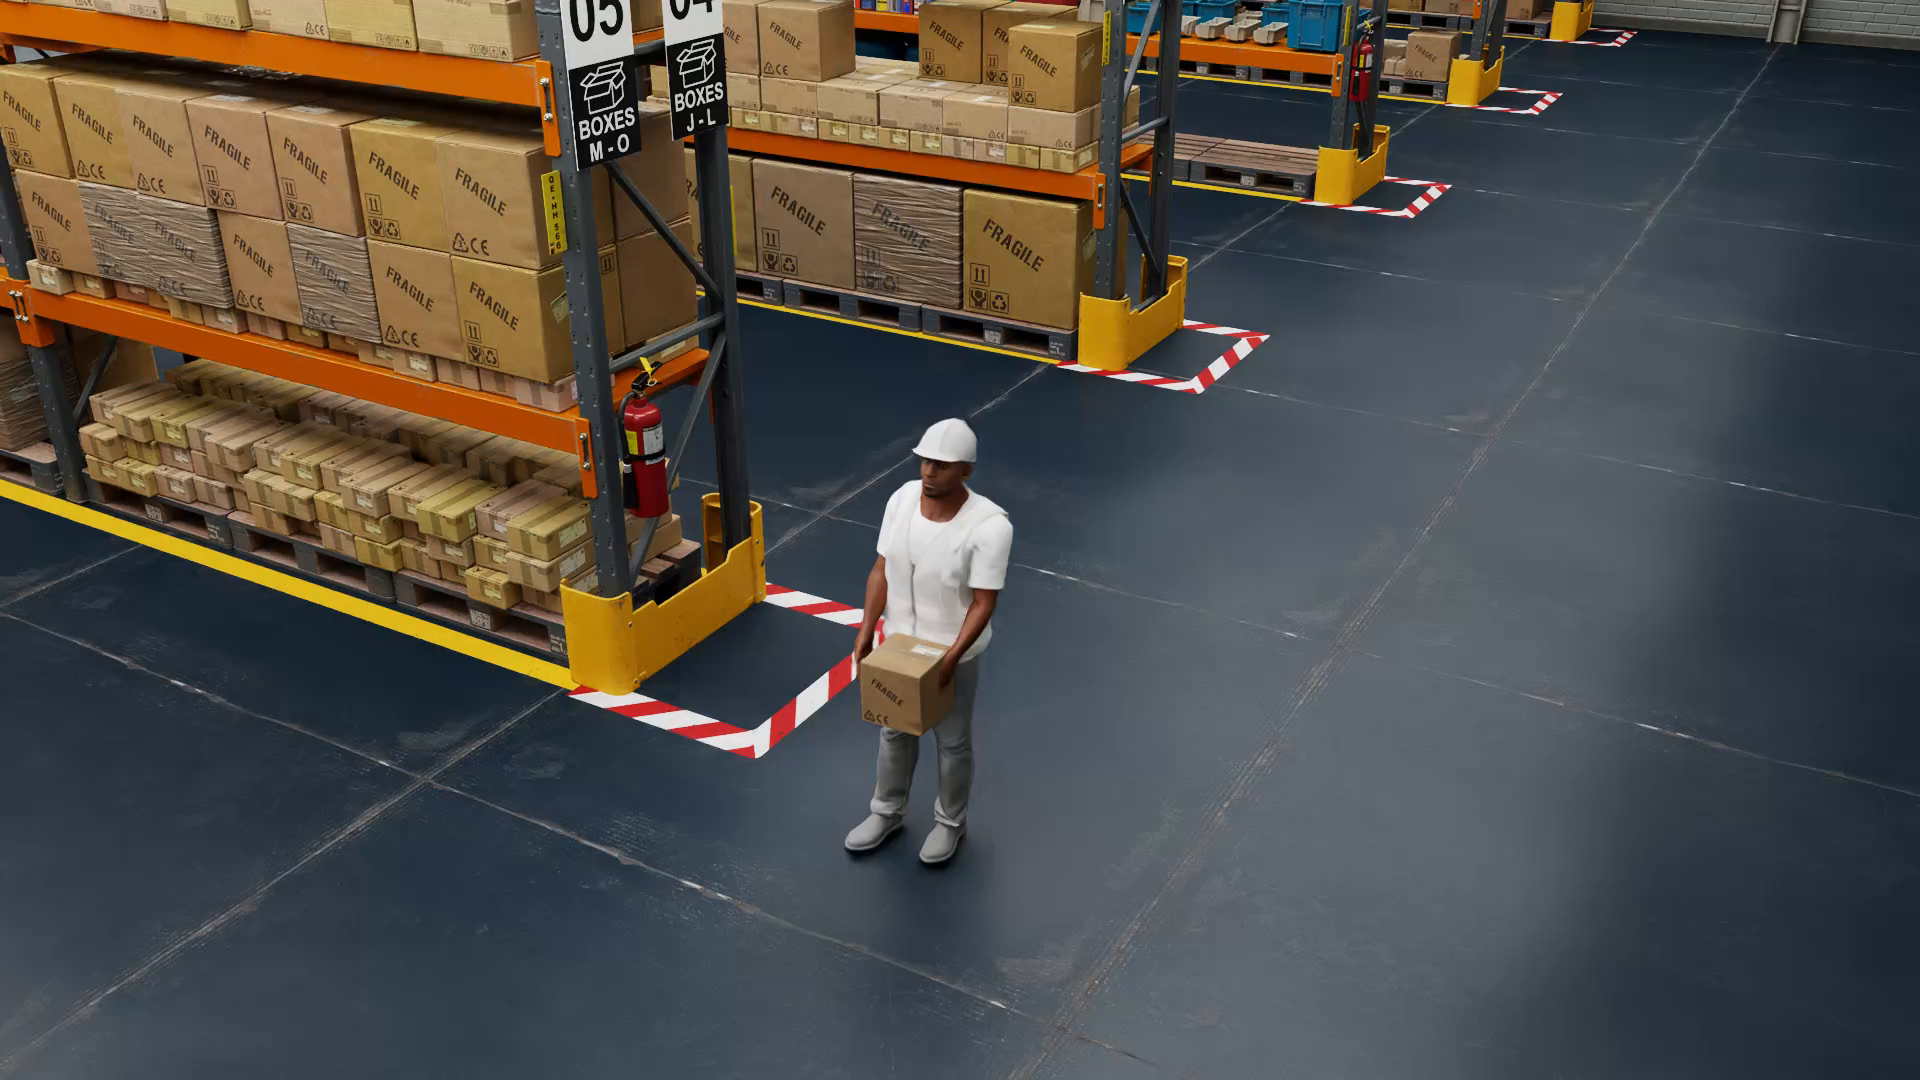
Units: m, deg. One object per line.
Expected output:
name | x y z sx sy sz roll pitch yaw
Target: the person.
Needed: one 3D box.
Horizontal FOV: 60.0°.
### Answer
person | -0.118 0.407 6.252 0.559 1.772 0.515 16 31 29
